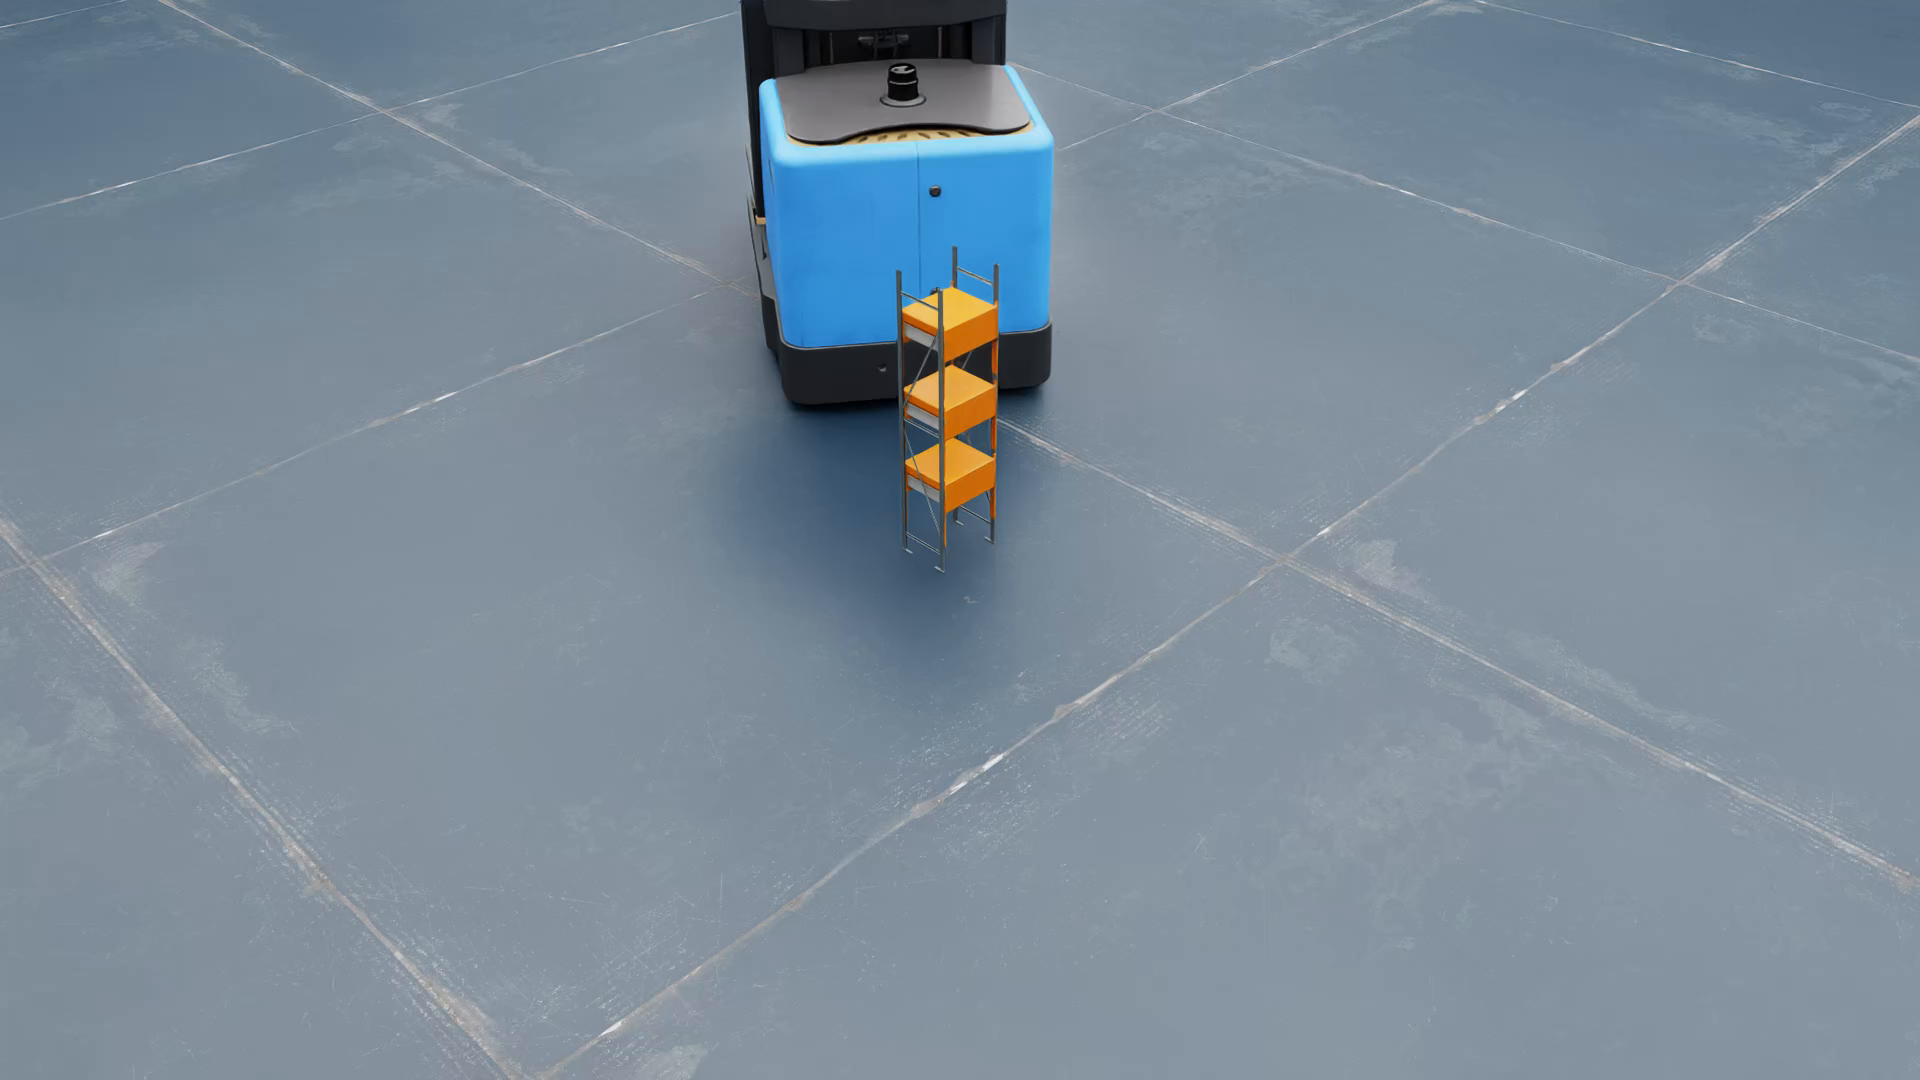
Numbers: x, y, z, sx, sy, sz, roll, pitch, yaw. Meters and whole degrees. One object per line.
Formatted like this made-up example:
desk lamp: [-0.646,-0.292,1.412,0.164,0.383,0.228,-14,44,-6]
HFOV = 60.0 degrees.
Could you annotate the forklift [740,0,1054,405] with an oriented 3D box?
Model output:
forklift: [-0.393,-2.555,6.851,1.130,2.935,3.031,-5,35,-8]

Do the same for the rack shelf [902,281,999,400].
rack shelf: [-0.038,-0.633,5.262,0.215,0.259,0.240,30,45,35]

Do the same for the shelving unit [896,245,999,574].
shelving unit: [-0.038,-0.409,5.419,0.215,1.050,0.252,30,45,35]

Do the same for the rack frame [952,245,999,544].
rack frame: [0.048,-0.458,5.490,0.200,1.050,0.008,30,45,35]

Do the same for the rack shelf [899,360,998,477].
rack shelf: [-0.038,-0.400,5.425,0.215,0.259,0.240,30,45,35]

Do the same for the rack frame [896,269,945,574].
rack frame: [-0.124,-0.359,5.348,0.200,1.050,0.008,30,45,35]

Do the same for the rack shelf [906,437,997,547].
rack shelf: [-0.038,-0.172,5.584,0.215,0.259,0.240,30,45,35]
